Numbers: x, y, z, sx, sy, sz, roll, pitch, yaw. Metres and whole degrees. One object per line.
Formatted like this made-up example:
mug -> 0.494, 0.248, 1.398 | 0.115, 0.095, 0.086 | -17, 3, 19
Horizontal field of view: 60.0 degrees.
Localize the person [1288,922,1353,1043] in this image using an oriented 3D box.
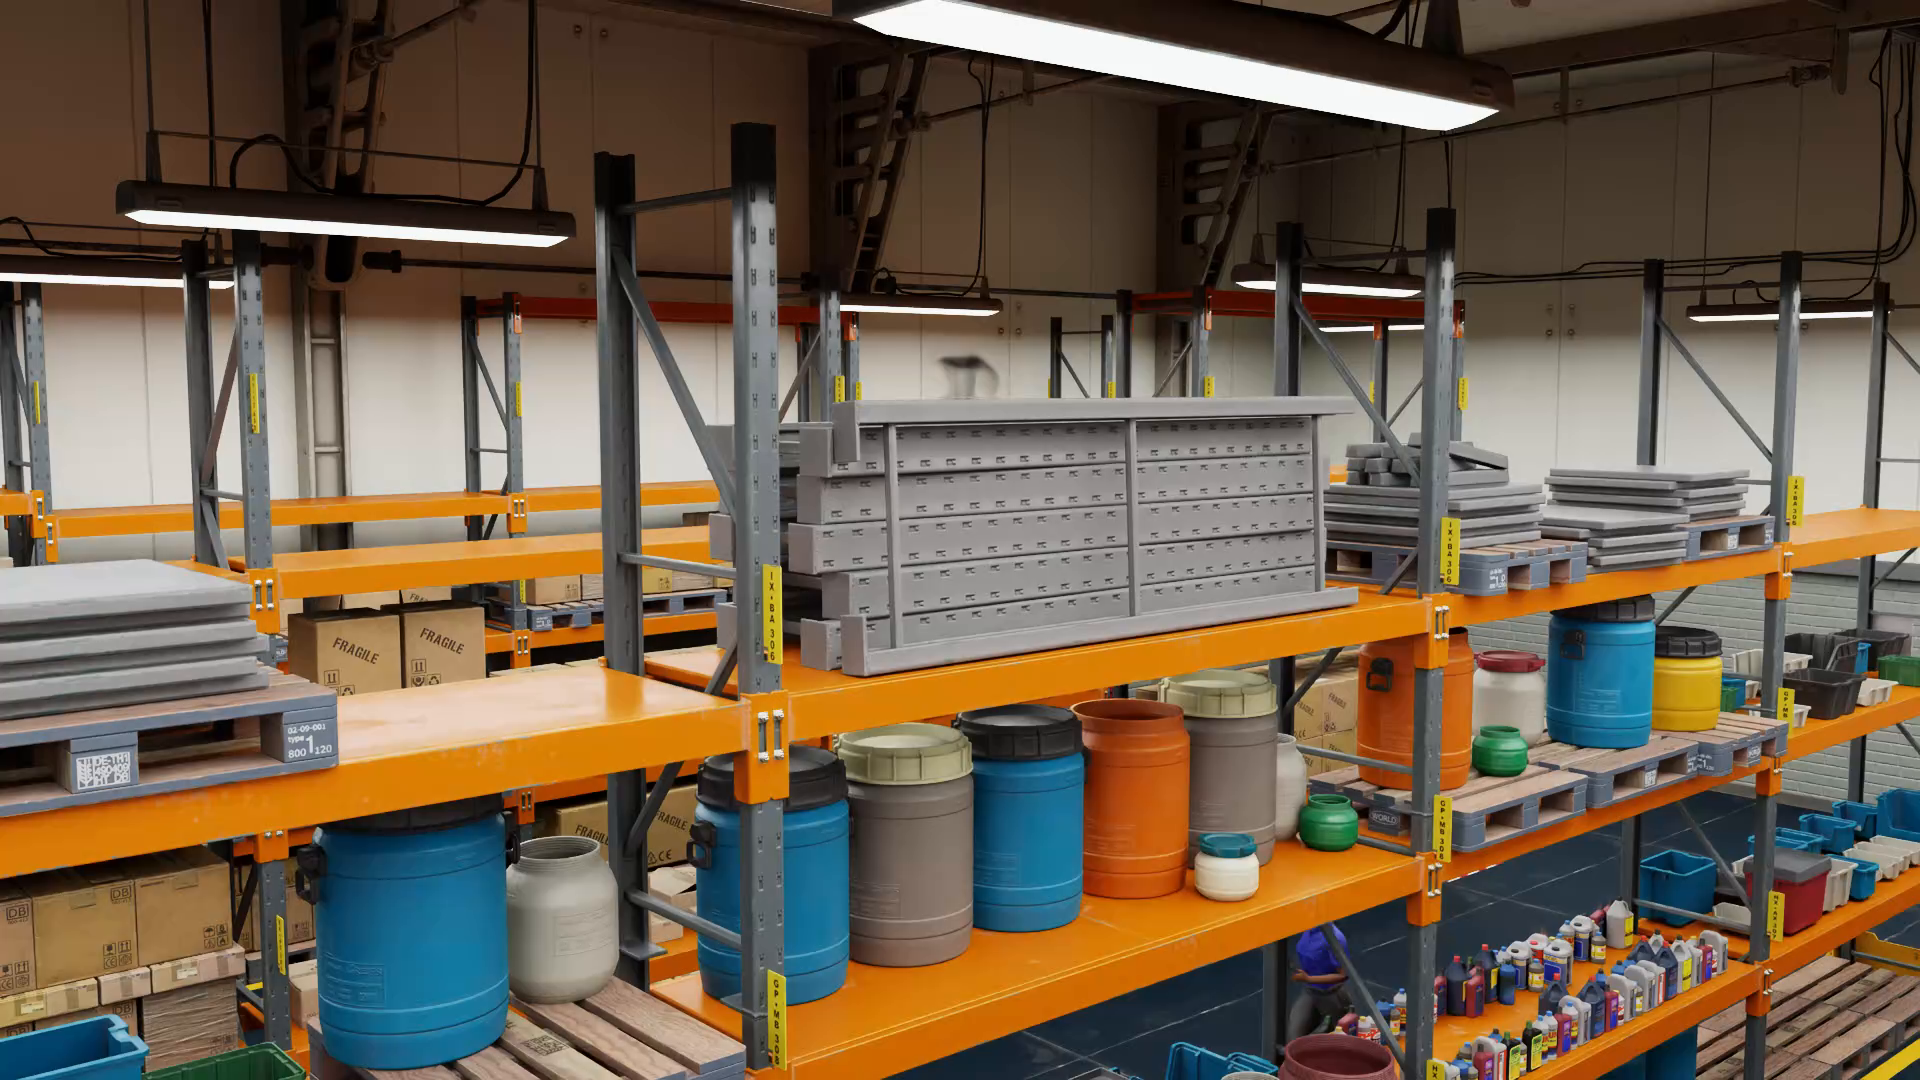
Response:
person -> 2.602, 3.260, 11.641 | 1.081, 1.685, 0.528 | -3, 6, -29
